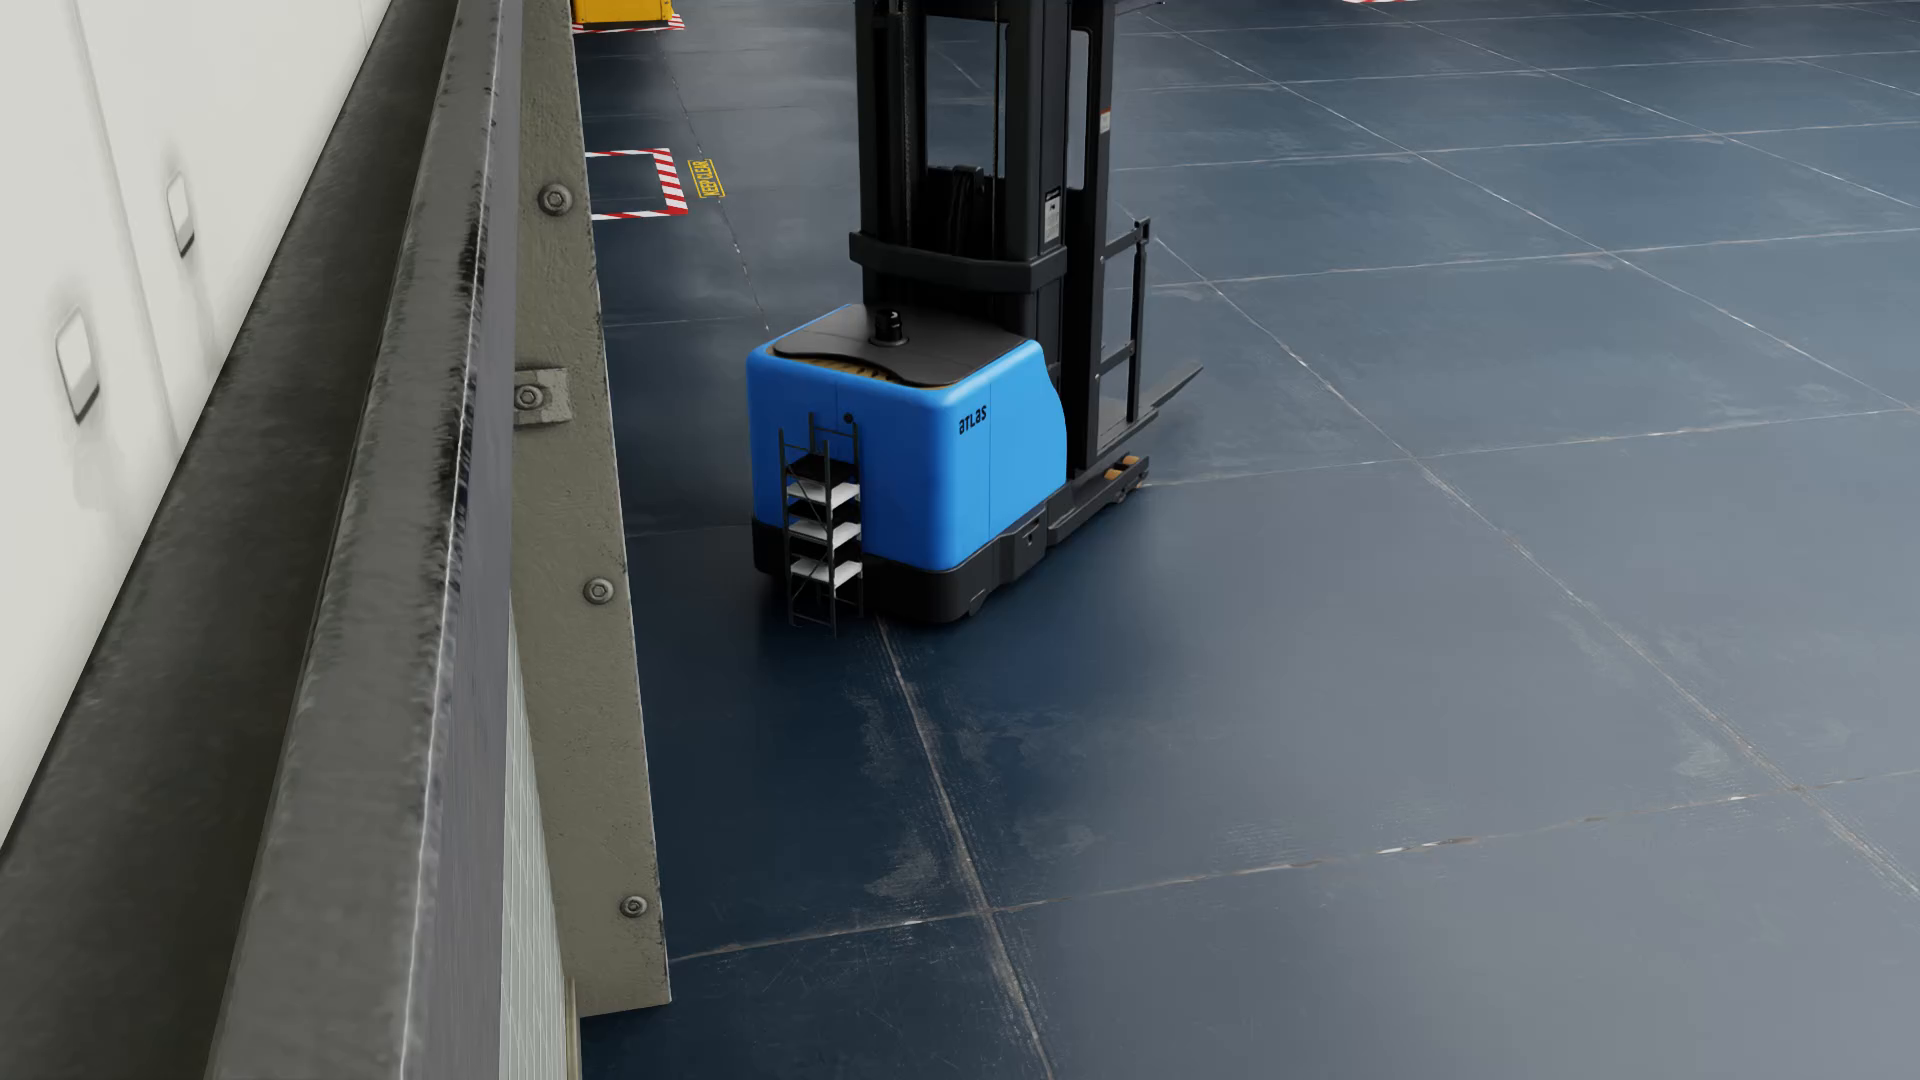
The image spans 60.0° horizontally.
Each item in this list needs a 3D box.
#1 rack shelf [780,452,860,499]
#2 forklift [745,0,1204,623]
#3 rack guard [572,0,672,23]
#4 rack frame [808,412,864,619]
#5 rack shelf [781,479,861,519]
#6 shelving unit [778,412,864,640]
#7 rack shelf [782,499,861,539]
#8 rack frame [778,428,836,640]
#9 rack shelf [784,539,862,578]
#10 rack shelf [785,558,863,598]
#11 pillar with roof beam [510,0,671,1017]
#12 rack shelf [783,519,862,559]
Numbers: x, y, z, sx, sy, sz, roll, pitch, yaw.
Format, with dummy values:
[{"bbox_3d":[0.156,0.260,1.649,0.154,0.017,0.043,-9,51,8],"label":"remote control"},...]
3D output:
[{"bbox_3d":[-0.568,-0.265,6.751,0.258,0.077,0.200,15,31,28],"label":"rack shelf"},{"bbox_3d":[0.281,-1.585,7.638,1.130,2.935,3.031,15,31,28],"label":"forklift"},{"bbox_3d":[-4.135,-6.620,20.311,1.175,0.500,0.348,-6,27,-12],"label":"rack guard"},{"bbox_3d":[-0.515,-0.093,6.935,0.240,0.900,0.006,15,31,28],"label":"rack frame"},{"bbox_3d":[-0.568,-0.185,6.792,0.258,0.077,0.200,15,31,28],"label":"rack shelf"},{"bbox_3d":[-0.568,-0.054,6.858,0.258,0.900,0.210,15,31,28],"label":"shelving unit"},{"bbox_3d":[-0.568,-0.104,6.832,0.258,0.077,0.200,15,31,28],"label":"rack shelf"},{"bbox_3d":[-0.620,-0.015,6.780,0.240,0.900,0.006,15,31,28],"label":"rack frame"},{"bbox_3d":[-0.568,0.056,6.913,0.258,0.077,0.200,15,31,28],"label":"rack shelf"},{"bbox_3d":[-0.568,0.137,6.954,0.258,0.077,0.200,15,31,28],"label":"rack shelf"},{"bbox_3d":[3.132,-3.135,3.975,9.100,9.000,0.400,-6,27,-12],"label":"pillar with roof beam"},{"bbox_3d":[-0.568,-0.024,6.873,0.258,0.077,0.200,15,31,28],"label":"rack shelf"}]
